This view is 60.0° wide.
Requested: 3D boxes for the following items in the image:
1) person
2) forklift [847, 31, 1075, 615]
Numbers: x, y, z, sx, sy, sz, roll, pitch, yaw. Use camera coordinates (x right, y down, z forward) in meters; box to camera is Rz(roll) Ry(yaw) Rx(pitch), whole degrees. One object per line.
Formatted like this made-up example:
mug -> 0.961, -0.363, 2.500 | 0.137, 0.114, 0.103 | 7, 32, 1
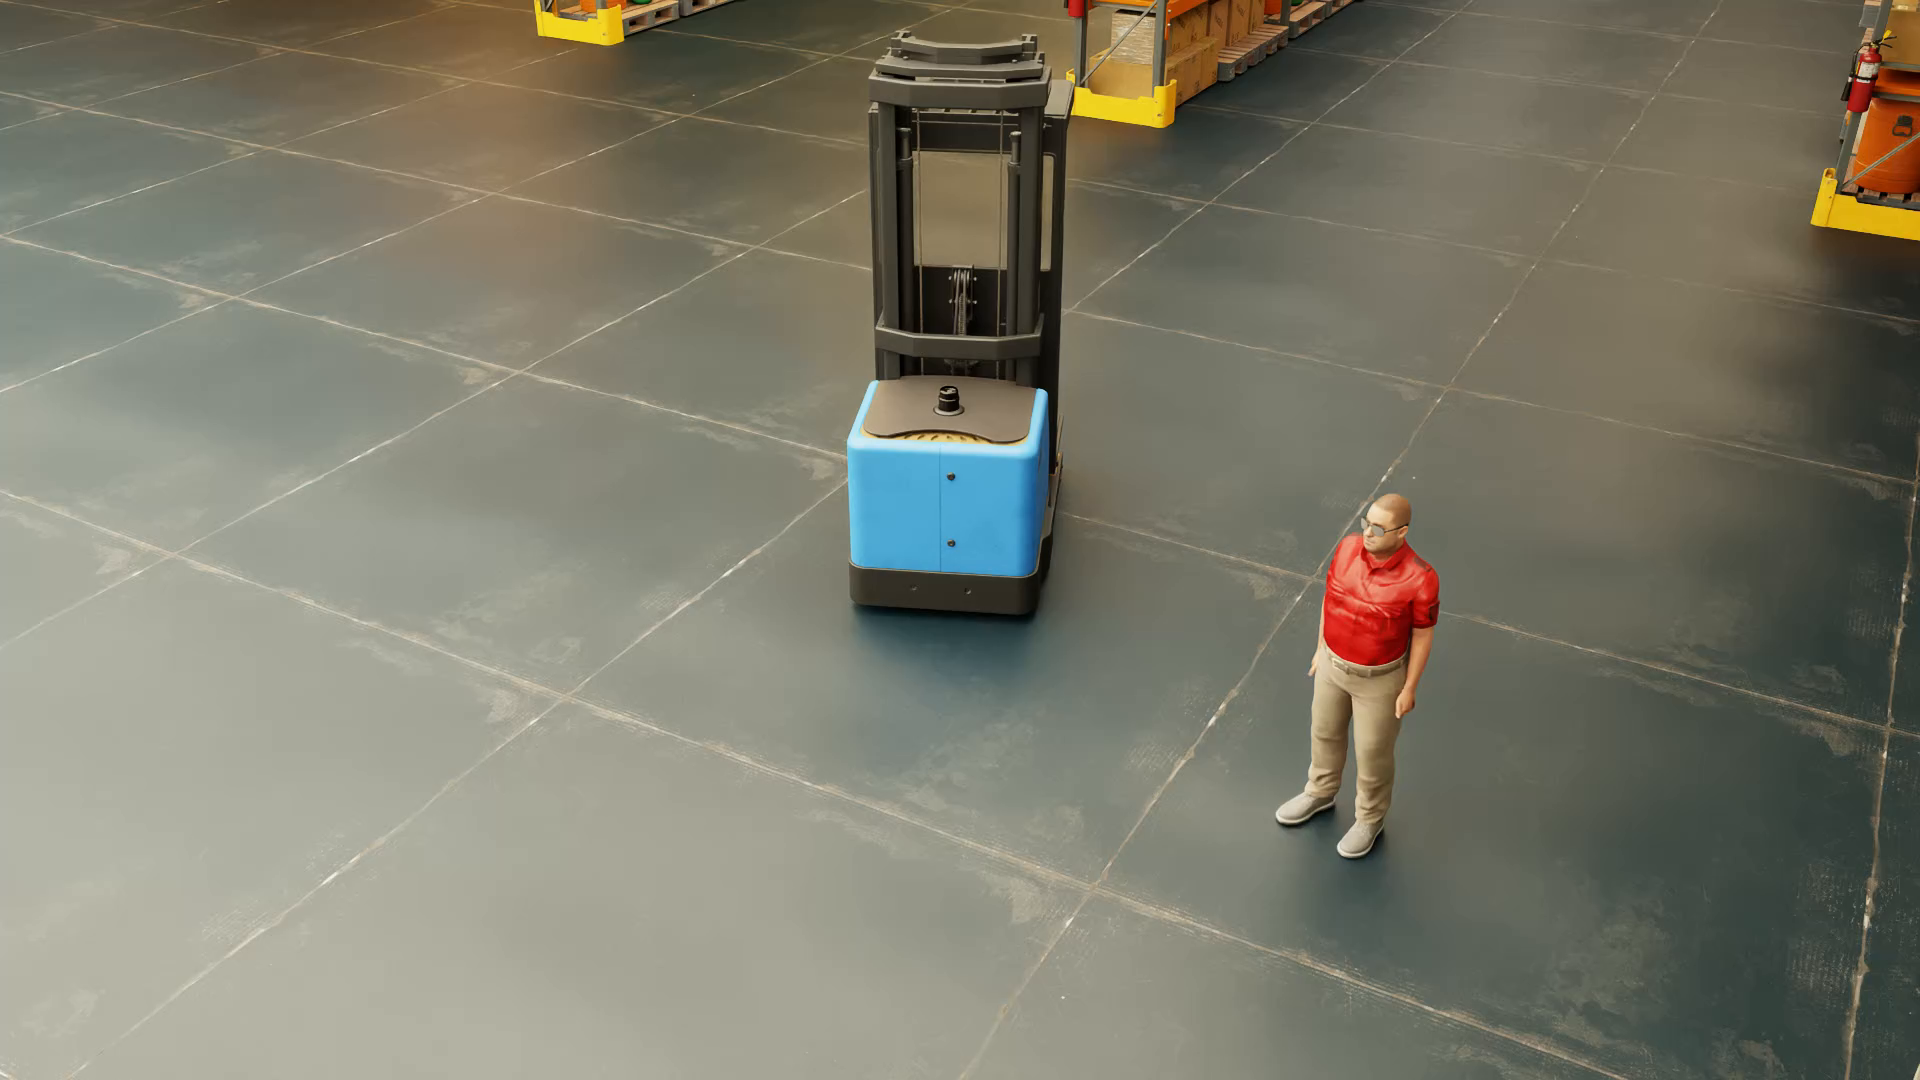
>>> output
person -> 1.752, 0.582, 7.267 | 0.369, 1.730, 0.525 | -25, 38, -37
forklift -> 0.072, -1.572, 9.794 | 1.130, 2.935, 3.031 | 3, 30, 6
